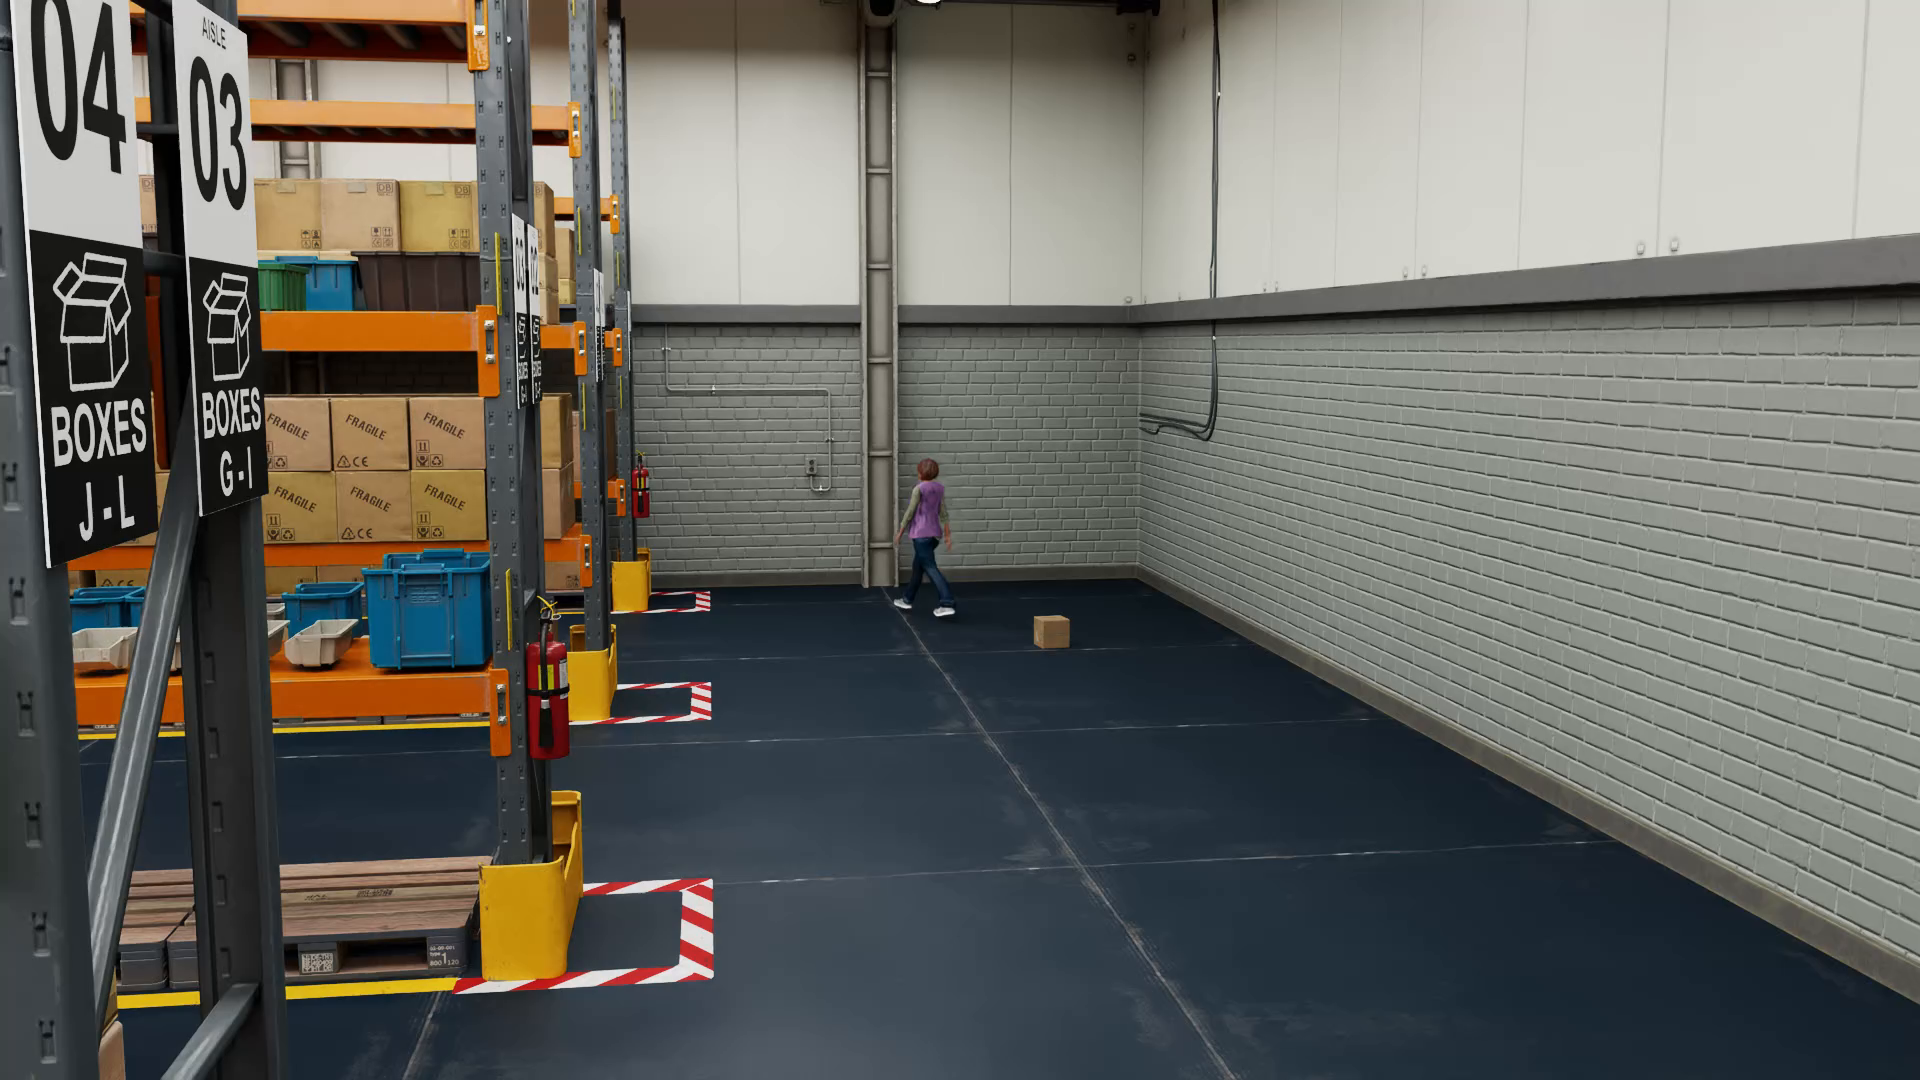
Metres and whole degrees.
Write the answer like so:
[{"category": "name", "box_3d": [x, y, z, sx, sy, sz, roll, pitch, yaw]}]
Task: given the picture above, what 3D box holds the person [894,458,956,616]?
[{"category": "person", "box_3d": [-0.376, -0.045, 16.308, 0.984, 1.527, 0.449, 6, 9, 40]}]
